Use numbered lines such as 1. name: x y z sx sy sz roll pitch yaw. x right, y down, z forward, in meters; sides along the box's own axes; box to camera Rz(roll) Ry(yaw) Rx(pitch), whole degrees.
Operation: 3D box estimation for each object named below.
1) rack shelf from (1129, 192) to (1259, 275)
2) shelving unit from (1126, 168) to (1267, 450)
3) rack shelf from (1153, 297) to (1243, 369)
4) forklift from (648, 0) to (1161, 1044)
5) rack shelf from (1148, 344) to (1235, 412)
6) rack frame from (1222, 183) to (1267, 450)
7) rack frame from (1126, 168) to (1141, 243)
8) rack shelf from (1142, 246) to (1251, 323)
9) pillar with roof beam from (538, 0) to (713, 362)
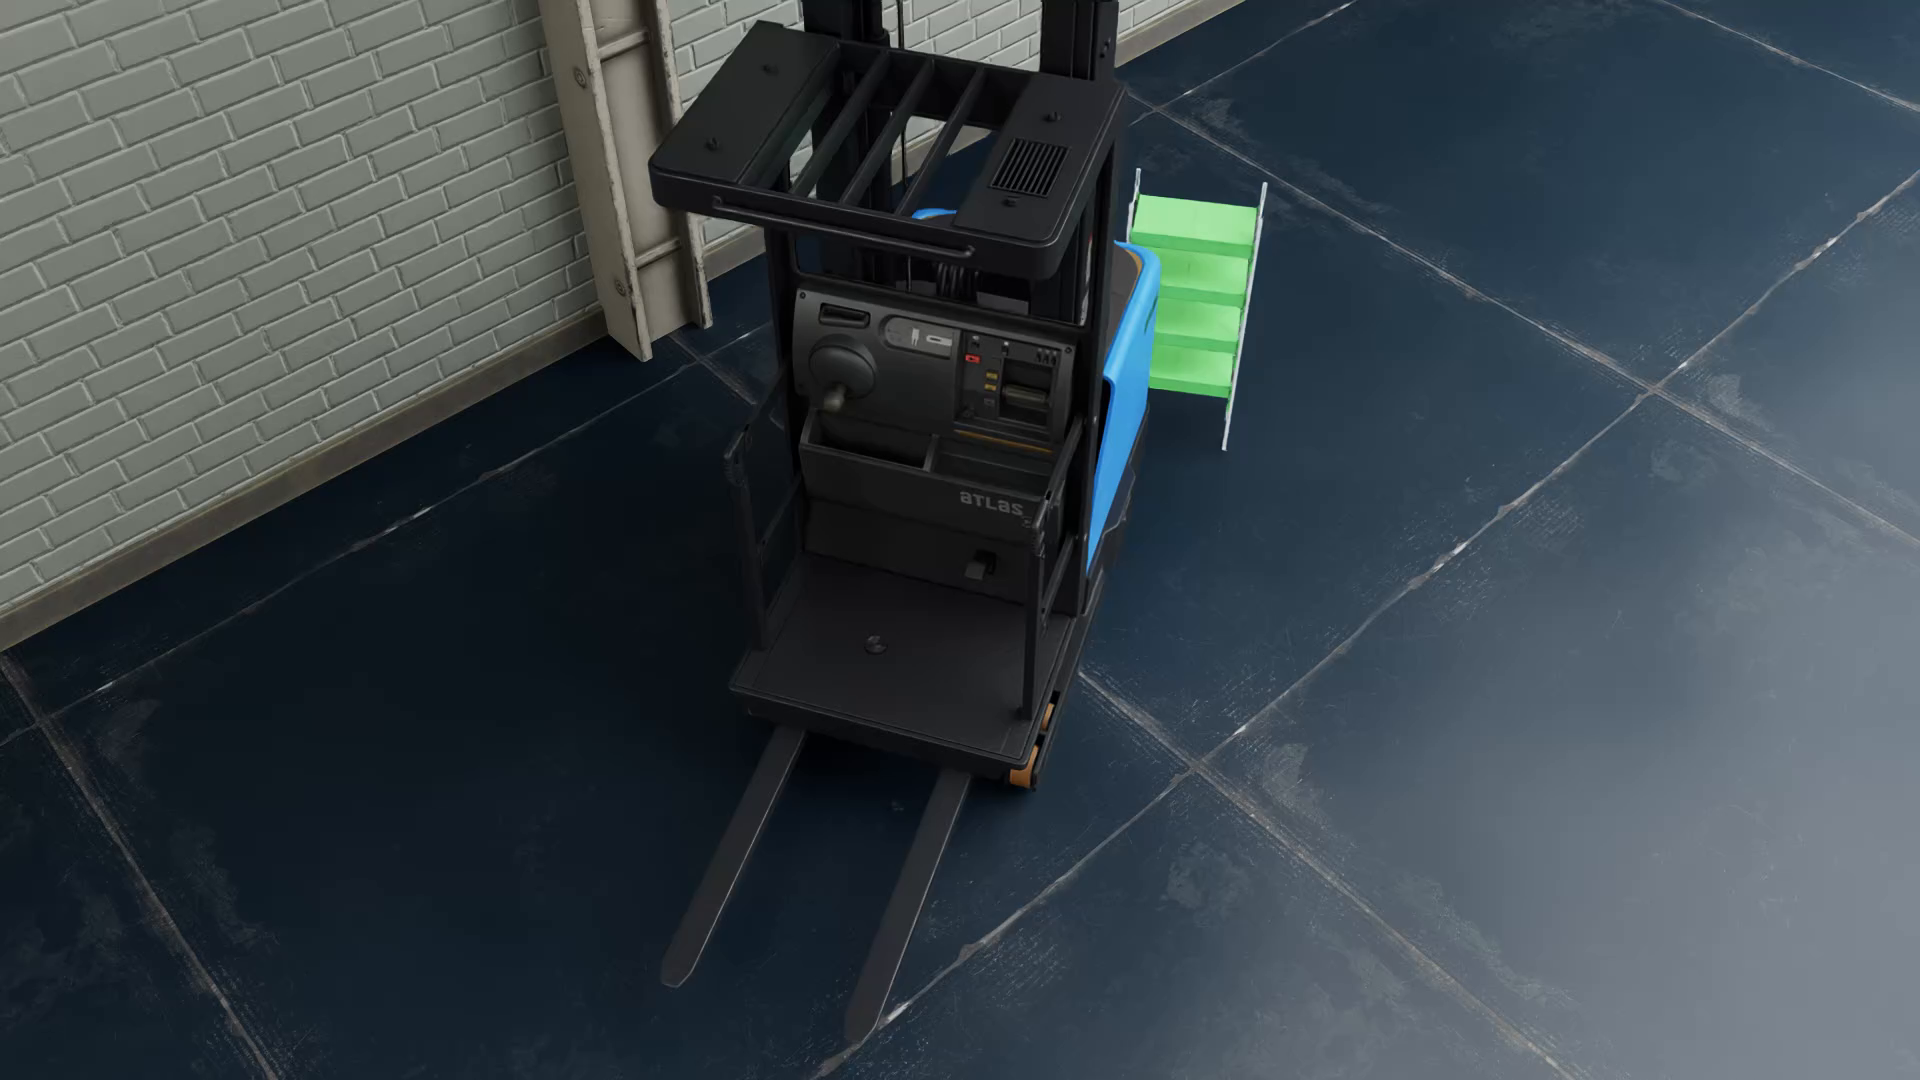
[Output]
1. rack shelf: 0.910 -1.195 6.470 0.480 0.148 0.258 8 48 7
2. shelving unit: 0.910 -0.913 6.776 0.503 1.200 0.258 8 48 7
3. rack shelf: 0.910 -0.869 6.823 0.480 0.148 0.258 8 48 7
4. forklift: -0.155 -0.449 5.170 1.130 2.935 3.031 13 49 12
5. rack shelf: 0.910 -0.707 6.999 0.480 0.148 0.258 8 48 7
6. rack frame: 1.149 -0.878 6.744 0.015 1.200 0.240 8 48 7
7. rack frame: 0.670 -0.947 6.807 0.015 1.200 0.240 8 48 7
8. rack shelf: 0.910 -1.032 6.646 0.480 0.148 0.258 8 48 7
9. pillar with roof beam: 1.512 -1.691 2.188 0.400 9.000 9.100 -34 56 -27
